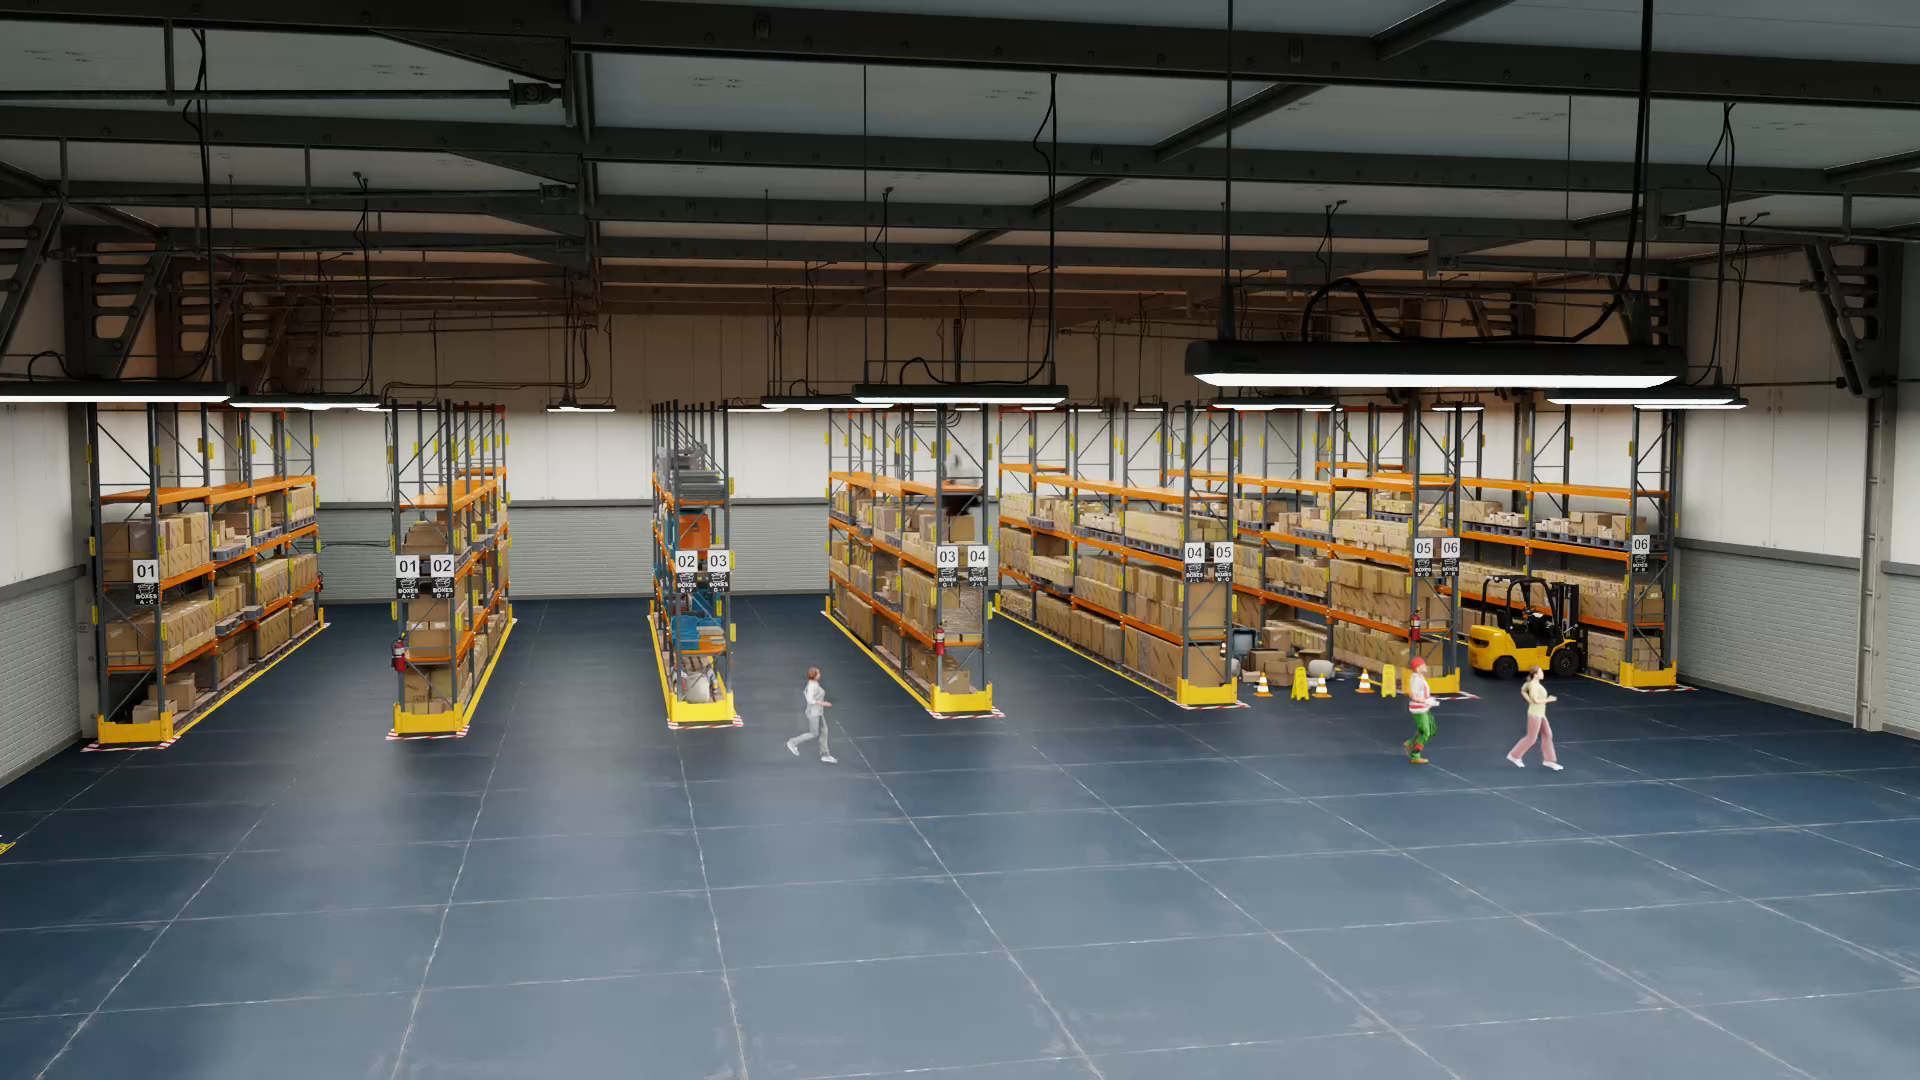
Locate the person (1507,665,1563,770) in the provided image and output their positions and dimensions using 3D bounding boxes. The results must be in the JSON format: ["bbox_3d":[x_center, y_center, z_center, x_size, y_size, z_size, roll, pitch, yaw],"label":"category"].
[{"bbox_3d":[9.255,2.845,26.720,0.862,1.680,0.573,2,5,21],"label":"person"}]

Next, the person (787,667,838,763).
[{"bbox_3d":[-2.428,2.871,27.305,0.825,1.591,0.538,0,4,5],"label":"person"}]

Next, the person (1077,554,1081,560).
[{"bbox_3d":[3.689,1.173,50.510,0.614,1.528,0.528,-2,5,-20],"label":"person"}]

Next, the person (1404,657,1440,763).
[{"bbox_3d":[7.578,2.792,27.262,0.598,1.740,0.648,2,5,22],"label":"person"}]
